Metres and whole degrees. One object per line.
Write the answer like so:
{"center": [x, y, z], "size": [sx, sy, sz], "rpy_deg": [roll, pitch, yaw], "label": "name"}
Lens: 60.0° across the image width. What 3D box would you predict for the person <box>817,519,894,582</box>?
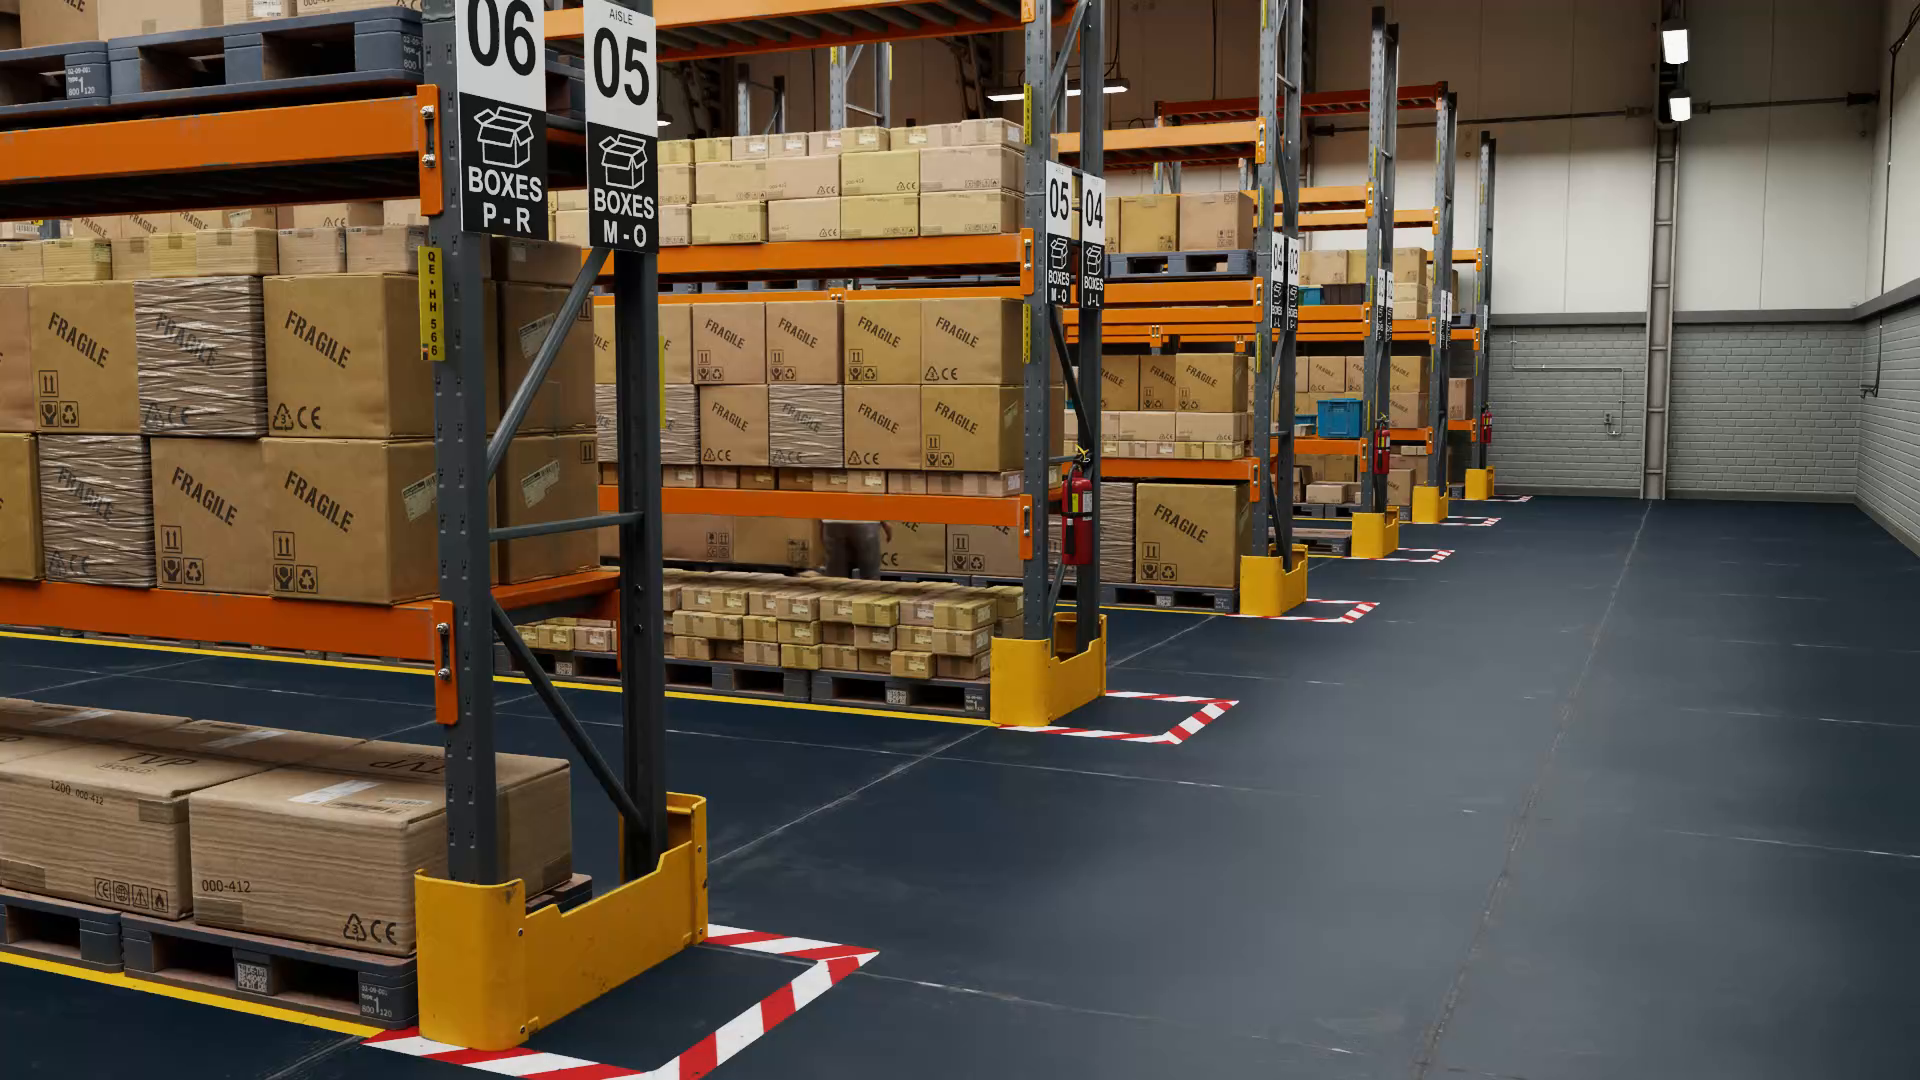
{"center": [-0.783, -0.111, 12.316], "size": [0.577, 1.776, 0.535], "rpy_deg": [2, 6, 17], "label": "person"}
